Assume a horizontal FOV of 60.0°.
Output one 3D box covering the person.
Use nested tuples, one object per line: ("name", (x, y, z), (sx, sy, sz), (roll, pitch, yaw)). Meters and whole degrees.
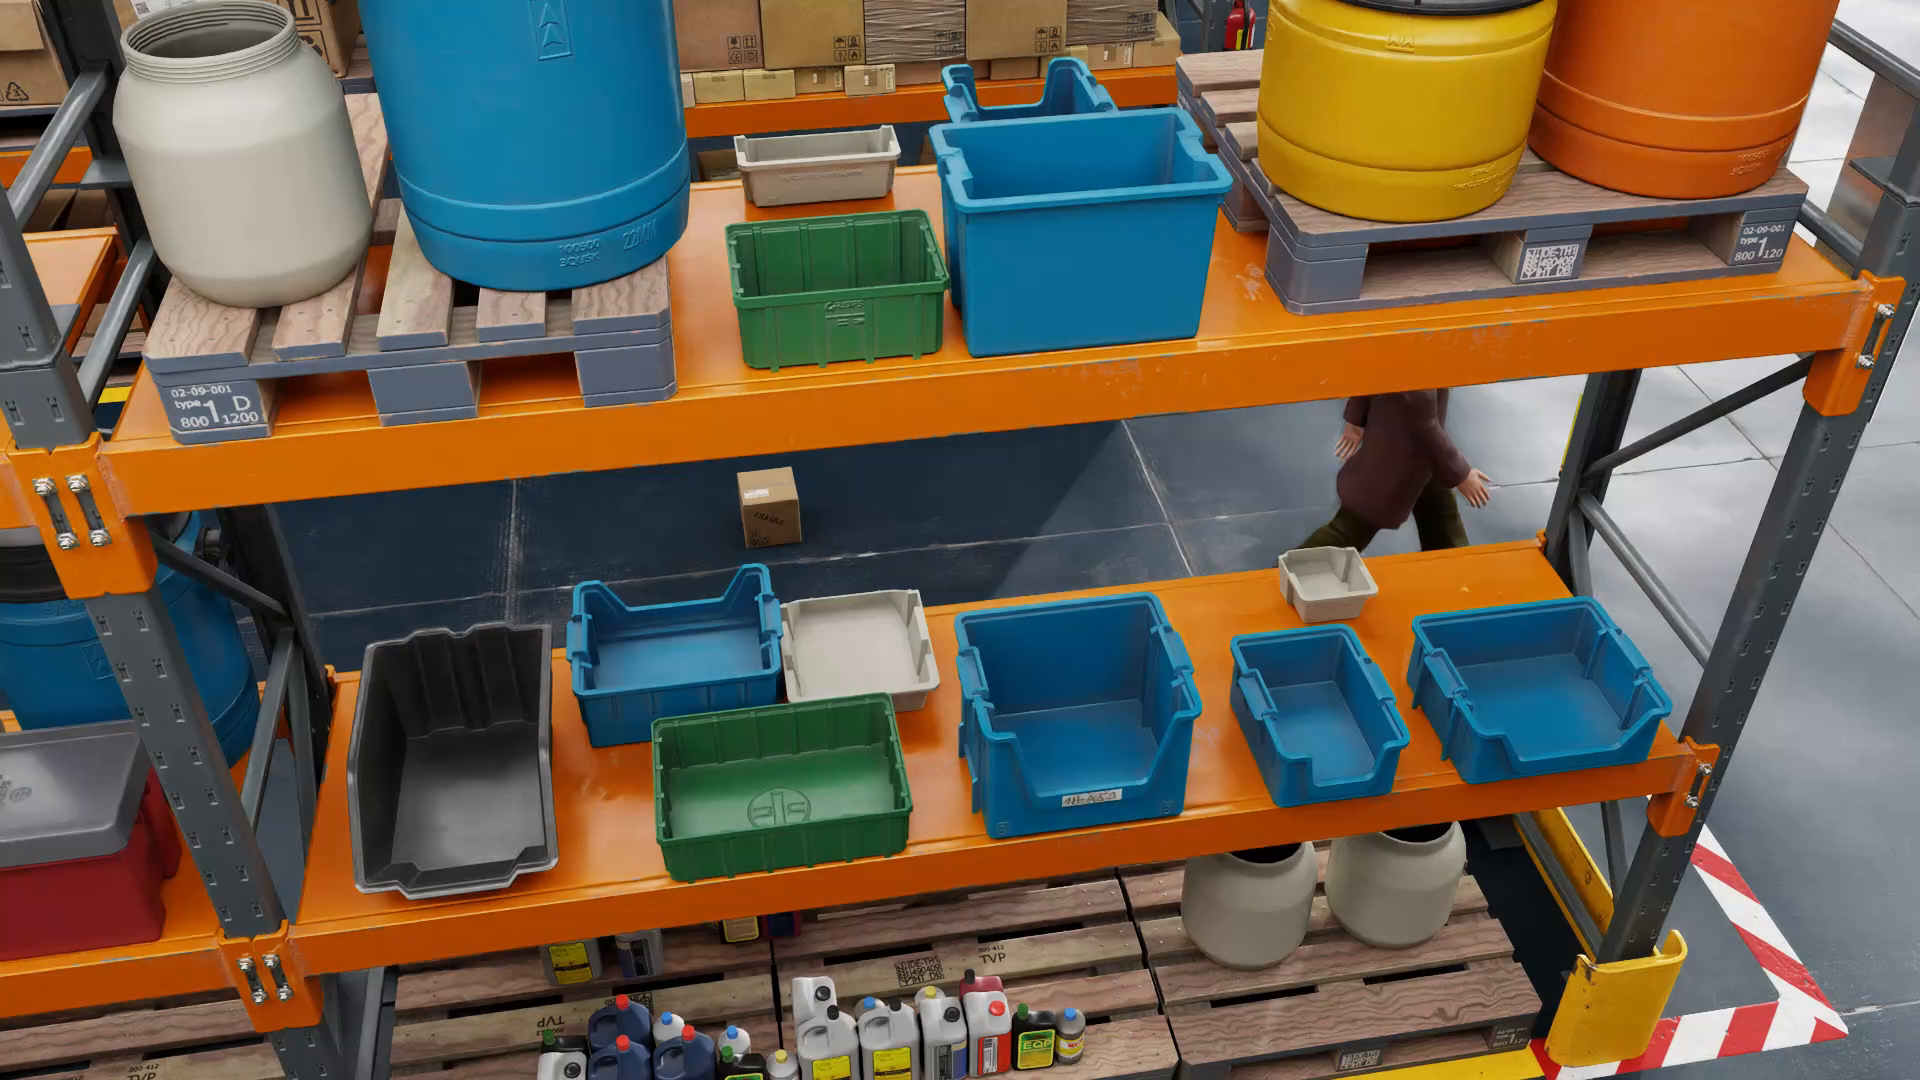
("person", (1.828, -0.352, 6.606), (1.119, 1.715, 0.571), (7, 39, 9))
